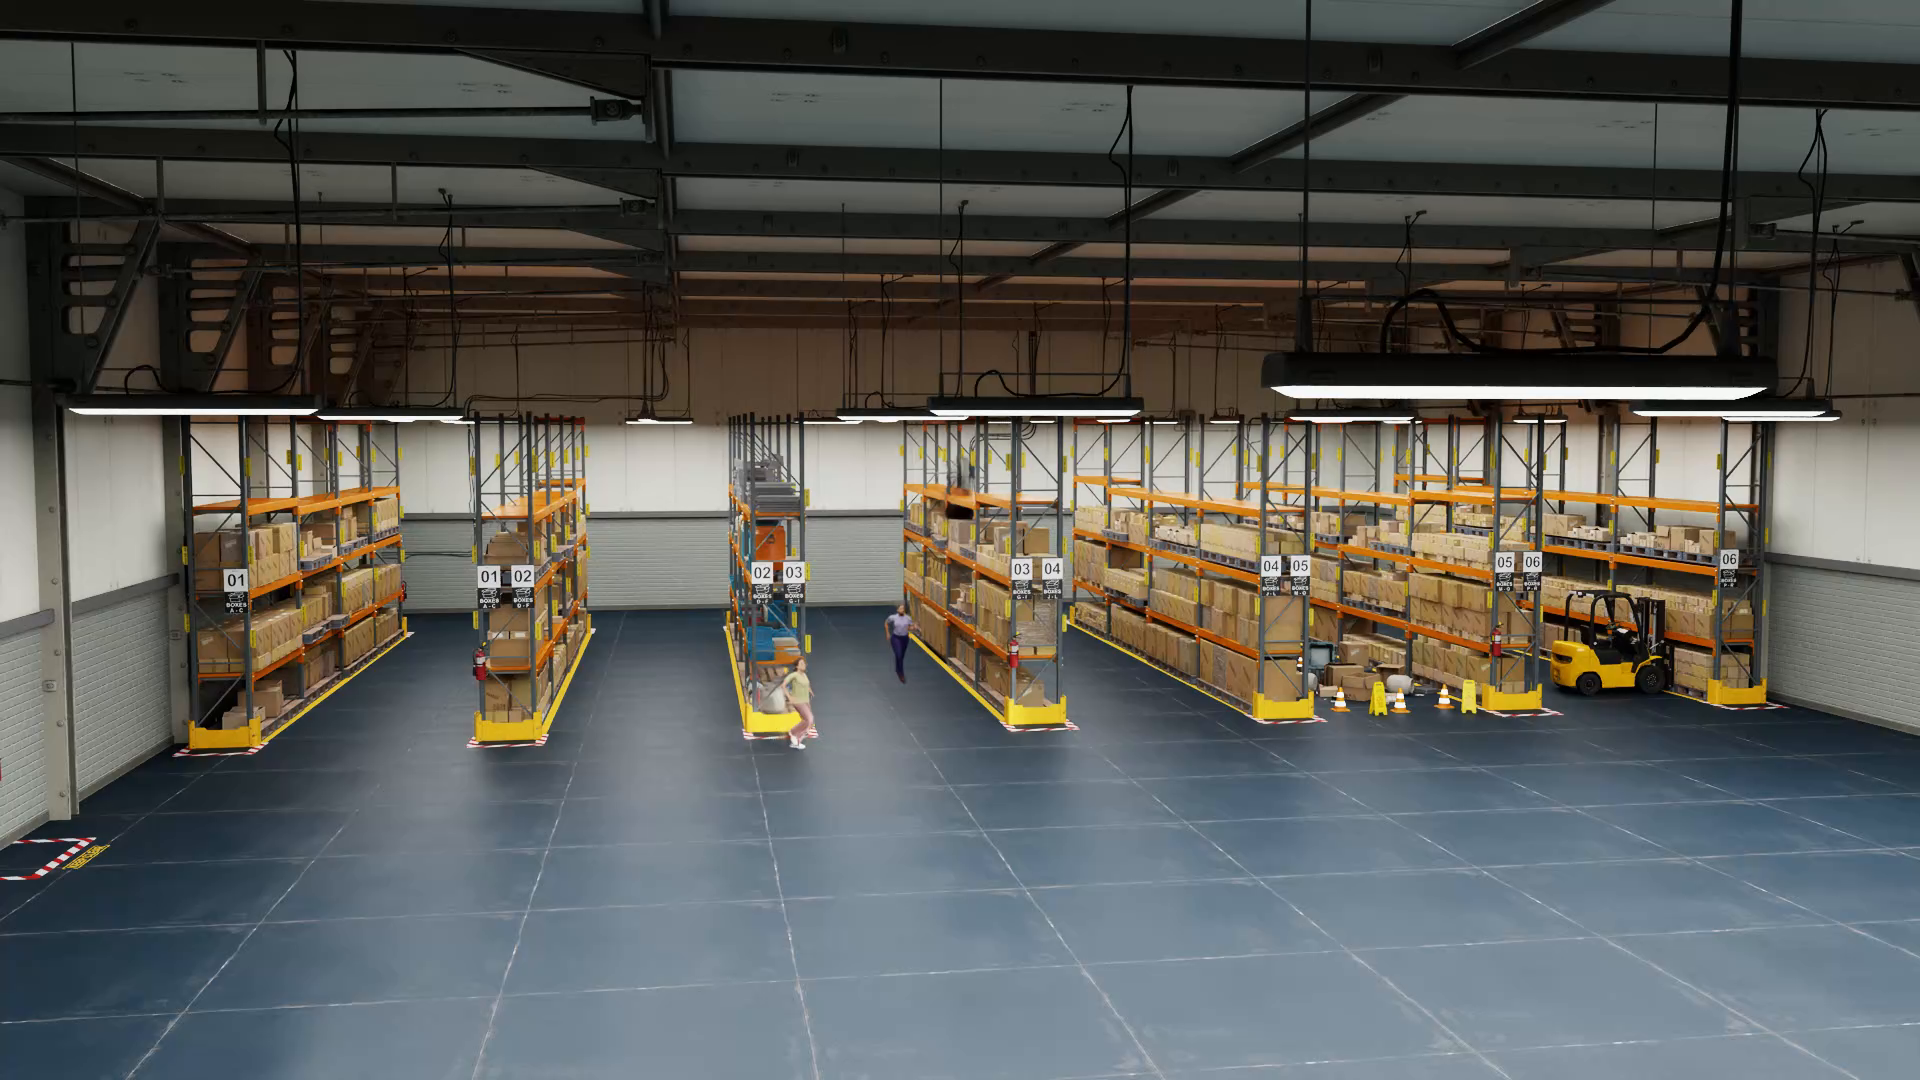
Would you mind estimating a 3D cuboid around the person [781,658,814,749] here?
[{"bbox_3d":[-2.807,2.904,29.571,0.543,1.611,0.589,2,4,27],"label":"person"}]

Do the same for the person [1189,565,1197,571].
[{"bbox_3d":[6.868,1.429,50.487,0.649,1.768,0.754,0,4,-7],"label":"person"}]

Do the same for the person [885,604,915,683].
[{"bbox_3d":[-1.299,2.231,36.345,0.580,1.692,0.817,-2,4,-24],"label":"person"}]

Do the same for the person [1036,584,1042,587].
[{"bbox_3d":[2.168,1.710,47.573,0.548,1.622,0.748,1,4,8],"label":"person"}]
